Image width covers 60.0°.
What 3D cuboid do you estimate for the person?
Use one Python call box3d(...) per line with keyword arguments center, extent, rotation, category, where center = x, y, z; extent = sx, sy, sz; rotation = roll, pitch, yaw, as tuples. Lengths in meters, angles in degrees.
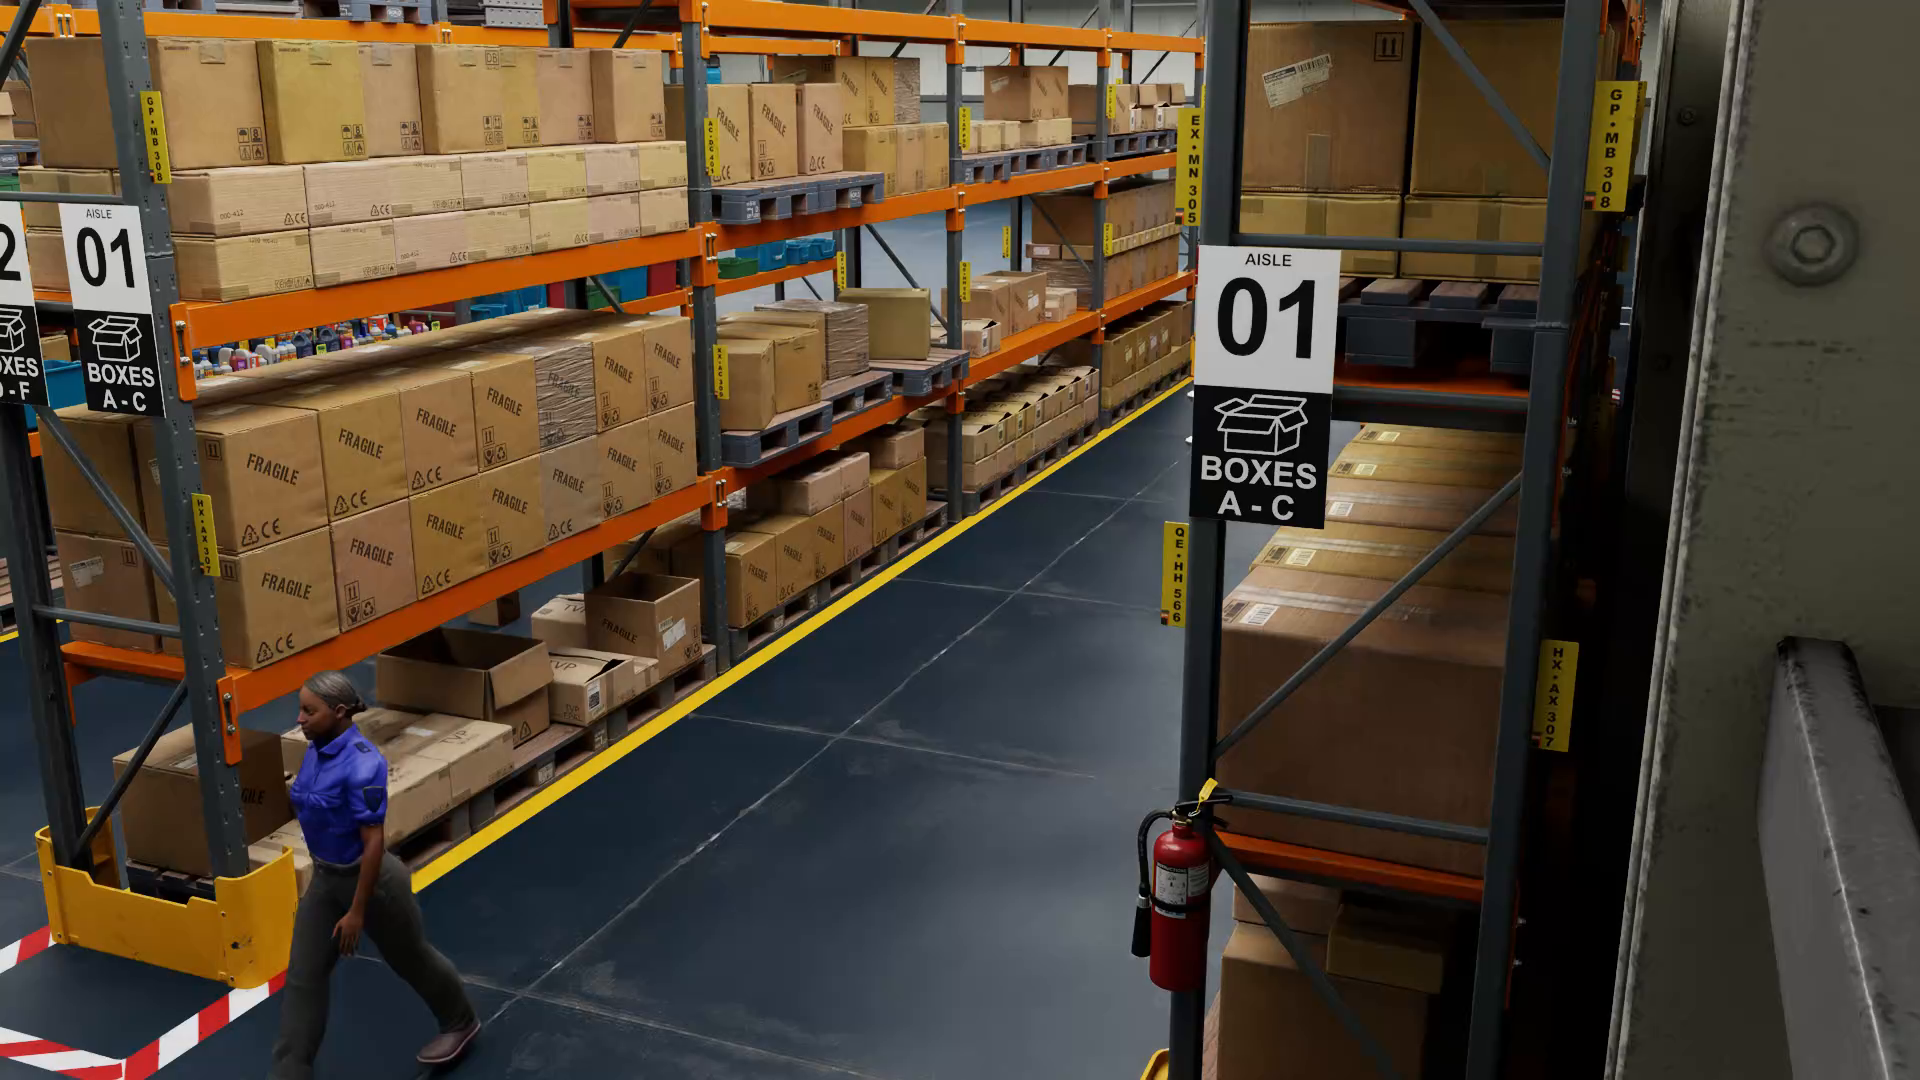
box3d(center=(-2.195, 1.215, 6.024), extent=(0.501, 1.546, 0.808), rotation=(11, 19, 36), category="person")
